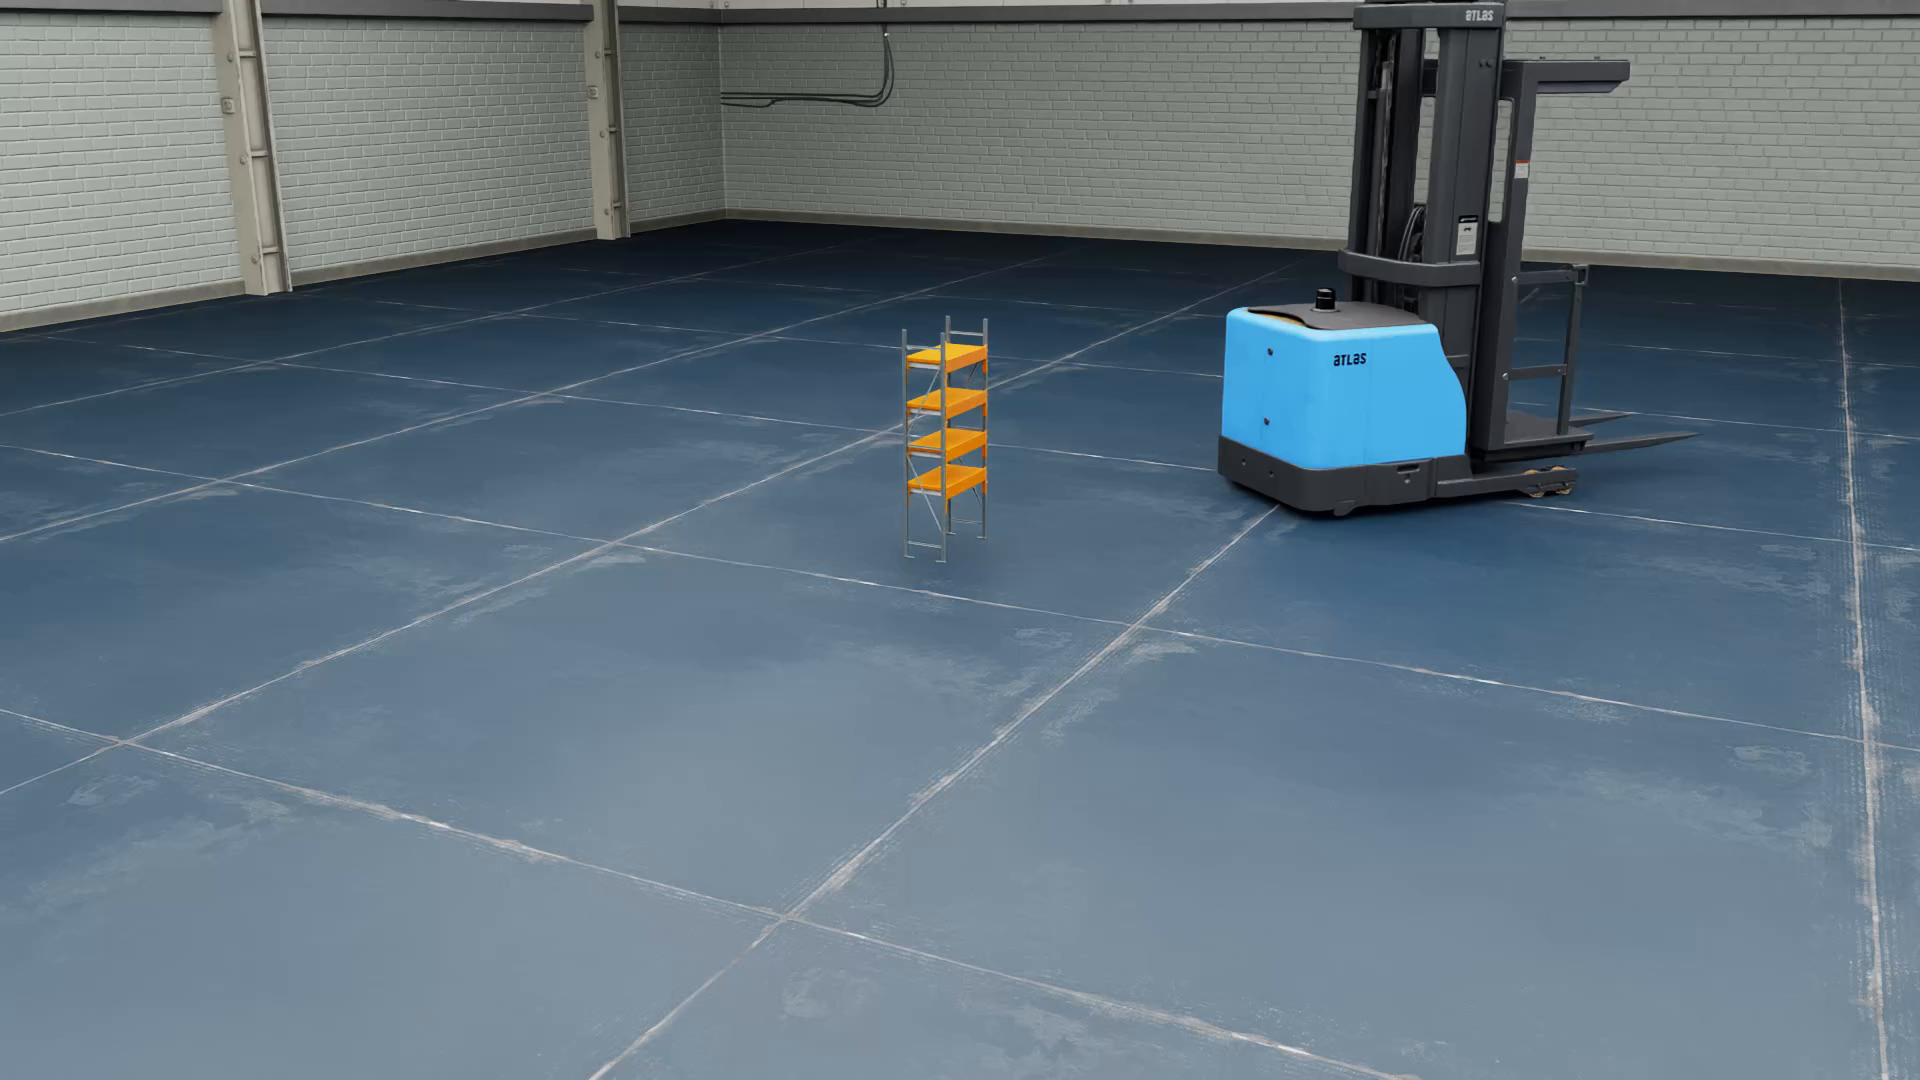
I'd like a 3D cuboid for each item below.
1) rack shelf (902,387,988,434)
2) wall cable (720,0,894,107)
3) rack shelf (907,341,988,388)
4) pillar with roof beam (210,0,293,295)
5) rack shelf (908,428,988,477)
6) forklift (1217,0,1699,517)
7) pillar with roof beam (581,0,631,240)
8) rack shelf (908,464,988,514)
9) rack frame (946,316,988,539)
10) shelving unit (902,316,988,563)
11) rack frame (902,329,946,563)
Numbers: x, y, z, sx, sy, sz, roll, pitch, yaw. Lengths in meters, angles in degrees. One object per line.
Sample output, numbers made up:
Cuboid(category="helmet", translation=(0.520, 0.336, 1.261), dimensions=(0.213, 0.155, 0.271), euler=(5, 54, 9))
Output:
Cuboid(category="rack shelf", translation=(-0.074, -0.683, 8.667), dimensions=(0.258, 0.148, 0.480), euler=(8, 18, 25))
Cuboid(category="wall cable", translation=(-2.351, -7.634, 24.377), dimensions=(3.097, 2.526, 0.112), euler=(8, 18, 25))
Cuboid(category="rack shelf", translation=(-0.074, -0.910, 8.600), dimensions=(0.258, 0.148, 0.480), euler=(8, 18, 25))
Cuboid(category="pillar with roof beam", translation=(-3.680, -6.465, 14.985), dimensions=(9.100, 9.000, 0.400), euler=(8, 18, 25))
Cuboid(category="rack shelf", translation=(-0.074, -0.469, 8.731), dimensions=(0.258, 0.148, 0.480), euler=(8, 18, 25))
Cuboid(category="forklift", translation=(3.139, -1.787, 9.893), dimensions=(3.031, 2.935, 1.130), euler=(-7, 18, -21))
Cuboid(category="pillar with roof beam", translation=(-0.999, -7.993, 20.131), dimensions=(9.100, 9.000, 0.400), euler=(8, 18, 25))
Cuboid(category="rack shelf", translation=(-0.074, -0.278, 8.787), dimensions=(0.258, 0.148, 0.480), euler=(8, 18, 25))
Cuboid(category="rack frame", translation=(0.035, -0.595, 8.921), dimensions=(0.240, 1.200, 0.015), euler=(8, 18, 25))
Cuboid(category="shelving unit", translation=(-0.074, -0.533, 8.712), dimensions=(0.258, 1.200, 0.503), euler=(8, 18, 25))
Cuboid(category="rack frame", translation=(-0.183, -0.471, 8.502), dimensions=(0.240, 1.200, 0.015), euler=(8, 18, 25))
